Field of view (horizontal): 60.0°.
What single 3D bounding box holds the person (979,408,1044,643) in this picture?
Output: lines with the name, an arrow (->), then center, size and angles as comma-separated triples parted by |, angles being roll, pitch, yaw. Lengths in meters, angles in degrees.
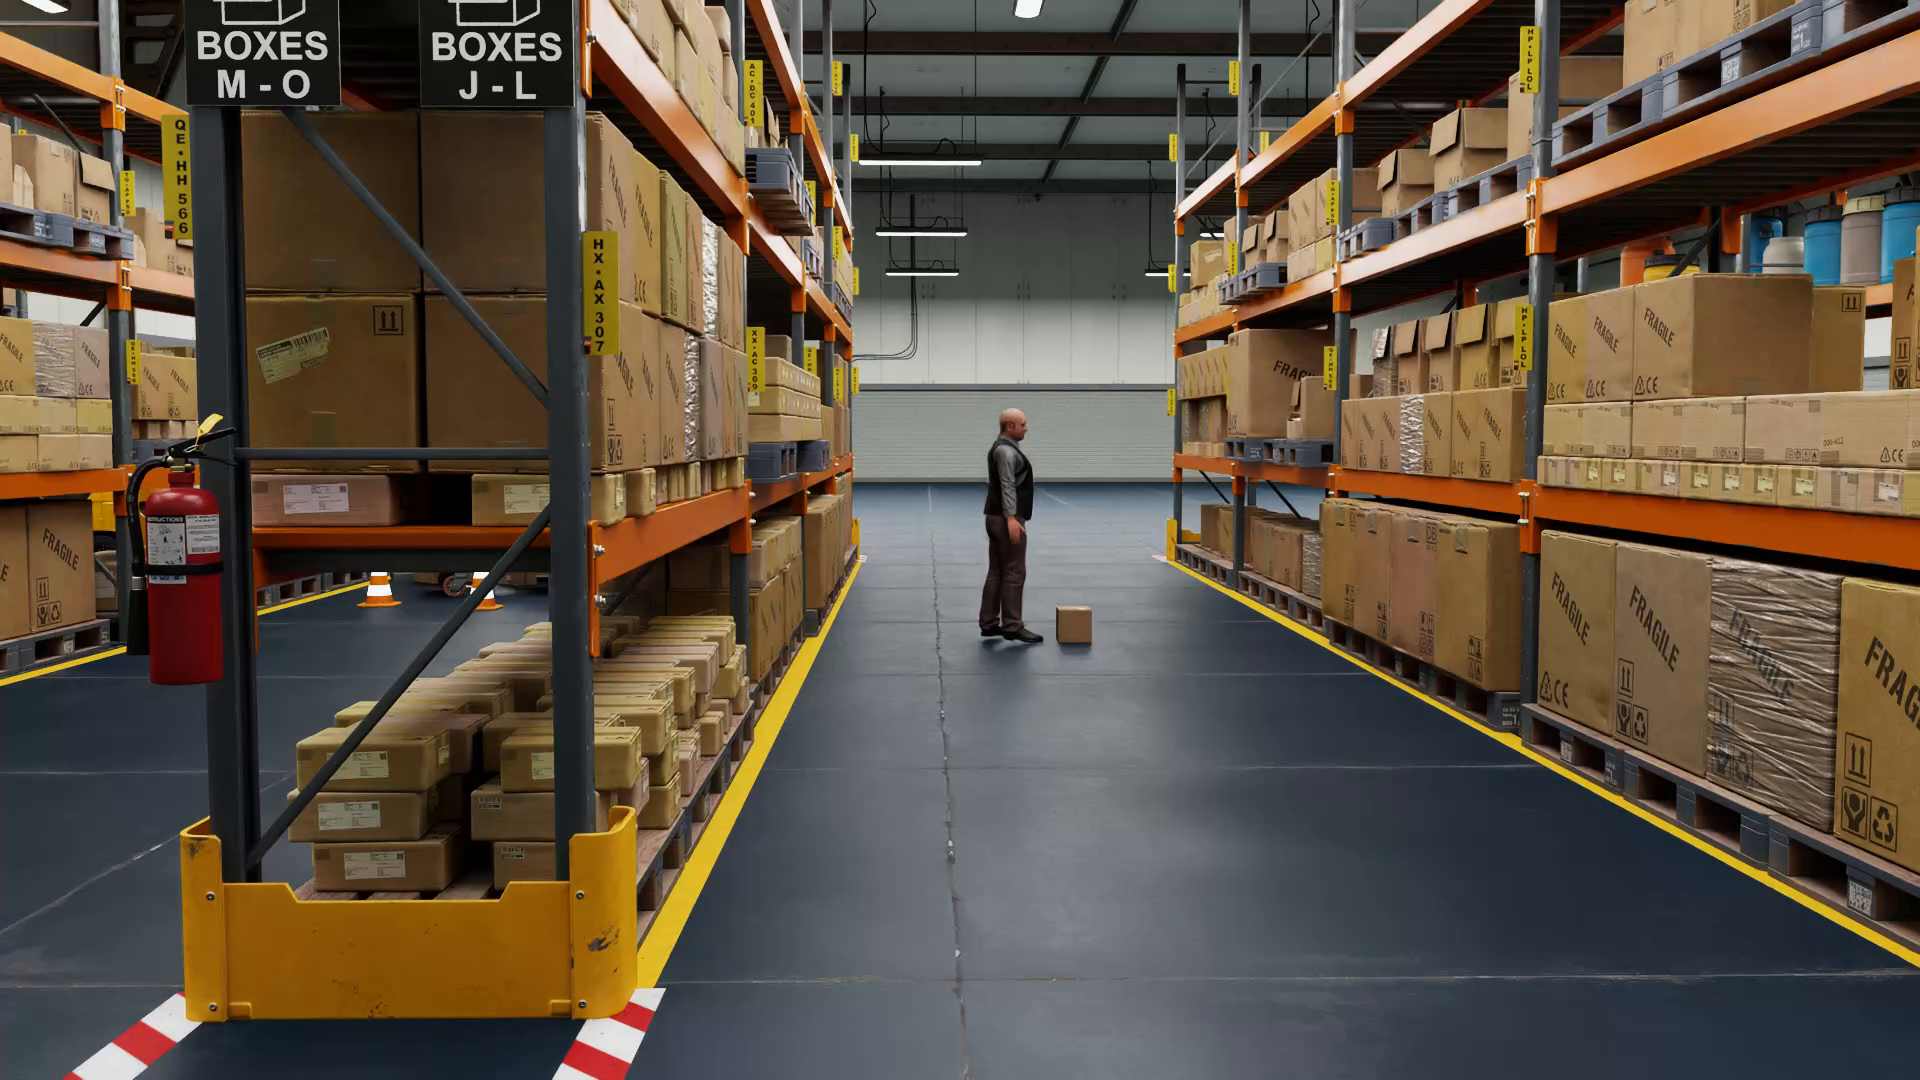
person -> 0.377, -0.116, 12.420 | 0.443, 1.730, 0.616 | 0, 4, -7
